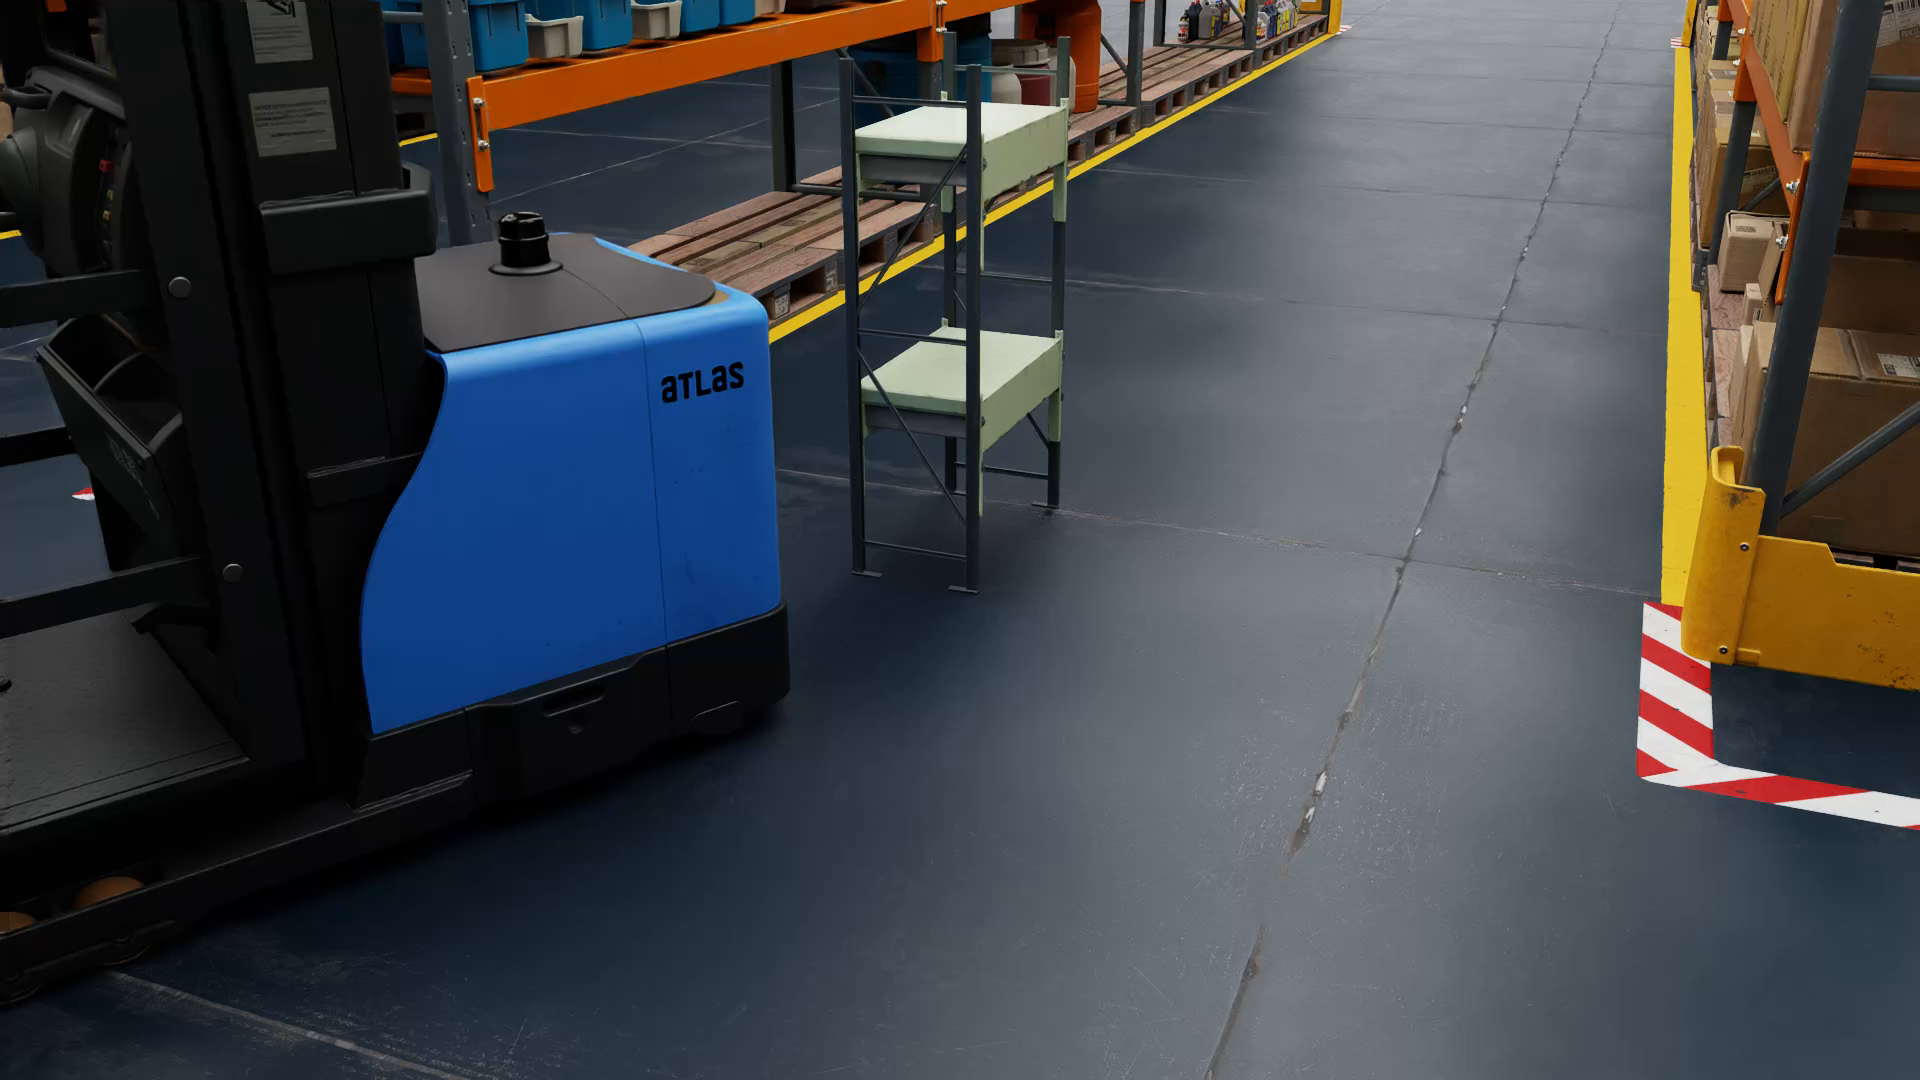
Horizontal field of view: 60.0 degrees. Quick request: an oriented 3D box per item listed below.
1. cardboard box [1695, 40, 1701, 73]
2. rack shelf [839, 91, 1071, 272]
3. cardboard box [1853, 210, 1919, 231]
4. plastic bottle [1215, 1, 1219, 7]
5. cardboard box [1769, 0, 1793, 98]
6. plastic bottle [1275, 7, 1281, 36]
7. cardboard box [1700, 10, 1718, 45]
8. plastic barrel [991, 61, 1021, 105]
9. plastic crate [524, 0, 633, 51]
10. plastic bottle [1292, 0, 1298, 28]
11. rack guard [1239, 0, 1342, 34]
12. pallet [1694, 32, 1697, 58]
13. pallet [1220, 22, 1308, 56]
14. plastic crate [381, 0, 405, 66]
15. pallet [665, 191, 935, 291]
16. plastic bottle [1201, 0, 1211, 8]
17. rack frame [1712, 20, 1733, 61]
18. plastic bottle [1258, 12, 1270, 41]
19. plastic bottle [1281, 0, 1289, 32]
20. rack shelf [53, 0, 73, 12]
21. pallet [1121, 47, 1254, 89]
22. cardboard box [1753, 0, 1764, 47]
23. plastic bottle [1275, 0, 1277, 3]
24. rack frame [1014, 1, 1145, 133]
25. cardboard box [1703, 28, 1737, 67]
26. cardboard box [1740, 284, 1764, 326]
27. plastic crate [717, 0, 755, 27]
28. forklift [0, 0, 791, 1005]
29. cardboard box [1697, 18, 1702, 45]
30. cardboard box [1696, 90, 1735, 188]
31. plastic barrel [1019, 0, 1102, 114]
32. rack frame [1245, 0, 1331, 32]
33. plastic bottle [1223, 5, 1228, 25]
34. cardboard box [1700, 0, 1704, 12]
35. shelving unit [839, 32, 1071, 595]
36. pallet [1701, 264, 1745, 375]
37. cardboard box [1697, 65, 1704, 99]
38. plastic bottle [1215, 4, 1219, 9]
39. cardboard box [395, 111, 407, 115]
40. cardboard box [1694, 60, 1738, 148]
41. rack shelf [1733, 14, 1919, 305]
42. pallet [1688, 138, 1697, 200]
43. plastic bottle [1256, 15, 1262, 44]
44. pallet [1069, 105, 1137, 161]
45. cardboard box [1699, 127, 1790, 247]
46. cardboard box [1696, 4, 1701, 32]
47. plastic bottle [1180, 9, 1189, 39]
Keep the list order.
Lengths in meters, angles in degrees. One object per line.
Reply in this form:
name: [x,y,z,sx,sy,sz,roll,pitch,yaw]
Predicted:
cardboard box: [6.605,-4.128,14.263,0.500,0.250,0.500,8,24,19]
rack shelf: [0.002,-1.055,4.816,0.431,0.370,0.720,9,24,20]
cardboard box: [4.065,-1.254,7.032,0.500,0.500,0.500,9,24,20]
plastic bottle: [2.746,-5.635,17.817,0.097,0.271,0.097,0,23,0]
cardboard box: [2.821,-1.627,5.123,0.500,0.500,0.500,9,24,20]
plastic bottle: [3.243,-5.322,17.052,0.061,0.283,0.133,10,25,22]
cardboard box: [6.409,-4.205,13.720,0.500,0.311,0.500,8,24,19]
plastic barrel: [0.189,-2.840,10.840,0.421,0.512,0.421,0,23,0]
plastic crate: [-1.428,-1.955,6.178,0.416,0.233,0.300,9,24,20]
plastic bottle: [3.572,-5.639,17.811,0.061,0.283,0.133,9,24,21]
rack guard: [3.889,-6.266,19.603,1.175,0.500,0.348,9,24,20]
pallet: [8.226,-5.177,17.369,1.003,0.211,1.213,9,24,20]
pallet: [3.127,-5.408,17.923,1.003,0.211,1.213,9,24,20]
plastic crate: [-2.119,-1.918,5.827,0.616,0.435,0.499,9,24,20]
pallet: [-0.821,-1.604,8.816,1.003,0.211,1.213,9,24,20]
plastic bottle: [2.550,-5.459,17.293,0.144,0.351,0.185,9,24,20]
rack frame: [5.499,-3.880,10.648,1.000,3.000,0.127,9,24,20]
plastic bottle: [3.007,-5.139,16.625,0.152,0.276,0.135,10,25,22]
plastic bottle: [3.370,-5.518,17.436,0.144,0.351,0.185,10,25,22]
rack shelf: [-5.926,-2.821,9.044,1.077,0.370,4.000,9,24,20]
pallet: [2.132,-4.449,15.627,1.003,0.211,1.213,9,24,20]
cardboard box: [3.384,-2.168,6.418,0.500,0.500,0.500,9,24,21]
plastic bottle: [3.380,-5.612,17.747,0.061,0.283,0.133,9,24,20]
rack frame: [0.902,-4.591,12.349,1.000,3.000,0.127,9,24,20]
cardboard box: [5.842,-3.654,12.401,0.500,0.311,0.500,9,24,20]
cardboard box: [3.345,-0.914,6.652,0.380,0.166,0.250,9,24,20]
plastic crate: [-1.072,-2.298,6.999,0.416,0.233,0.300,9,24,20]
forklift: [-1.896,-0.705,3.134,3.031,2.935,1.130,-17,28,-35]
cardboard box: [7.506,-4.971,16.283,0.500,0.250,0.500,9,24,20]
cardboard box: [4.495,-2.253,9.425,0.500,0.500,0.500,8,24,18]
plastic barrel: [0.736,-3.606,12.261,0.600,0.830,0.708,9,24,20]
rack frame: [3.873,-7.453,19.202,1.000,3.000,0.127,9,24,20]
plastic bottle: [2.872,-5.724,18.122,0.097,0.201,0.097,0,23,0]
cardboard box: [7.881,-5.675,16.994,0.500,0.500,0.500,9,24,20]
shelving unit: [0.002,-0.694,4.967,0.431,1.500,0.755,9,24,20]
pallet: [3.757,-0.916,7.170,1.003,0.211,1.213,9,24,20]
cardboard box: [6.034,-3.577,12.945,0.500,0.250,0.500,9,24,21]
plastic bottle: [2.655,-5.422,17.293,0.061,0.283,0.133,9,24,20]
cardboard box: [-4.633,-3.633,12.269,1.225,0.875,0.875,8,24,18]
cardboard box: [5.065,-2.808,10.753,0.500,0.500,0.500,10,25,22]
rack shelf: [3.270,-1.401,5.646,1.077,0.370,4.000,9,24,20]
pallet: [5.187,-2.332,10.558,1.003,0.211,1.213,9,24,20]
plastic bottle: [2.913,-5.017,16.339,0.097,0.271,0.097,0,23,0]
pallet: [0.647,-3.016,12.196,1.003,0.211,1.213,9,24,20]
cardboard box: [3.931,-1.716,8.139,0.500,0.500,0.500,9,24,20]
cardboard box: [8.065,-5.508,17.567,0.500,0.250,0.500,9,24,20]
plastic bottle: [2.260,-5.191,16.739,0.061,0.283,0.133,10,25,23]
